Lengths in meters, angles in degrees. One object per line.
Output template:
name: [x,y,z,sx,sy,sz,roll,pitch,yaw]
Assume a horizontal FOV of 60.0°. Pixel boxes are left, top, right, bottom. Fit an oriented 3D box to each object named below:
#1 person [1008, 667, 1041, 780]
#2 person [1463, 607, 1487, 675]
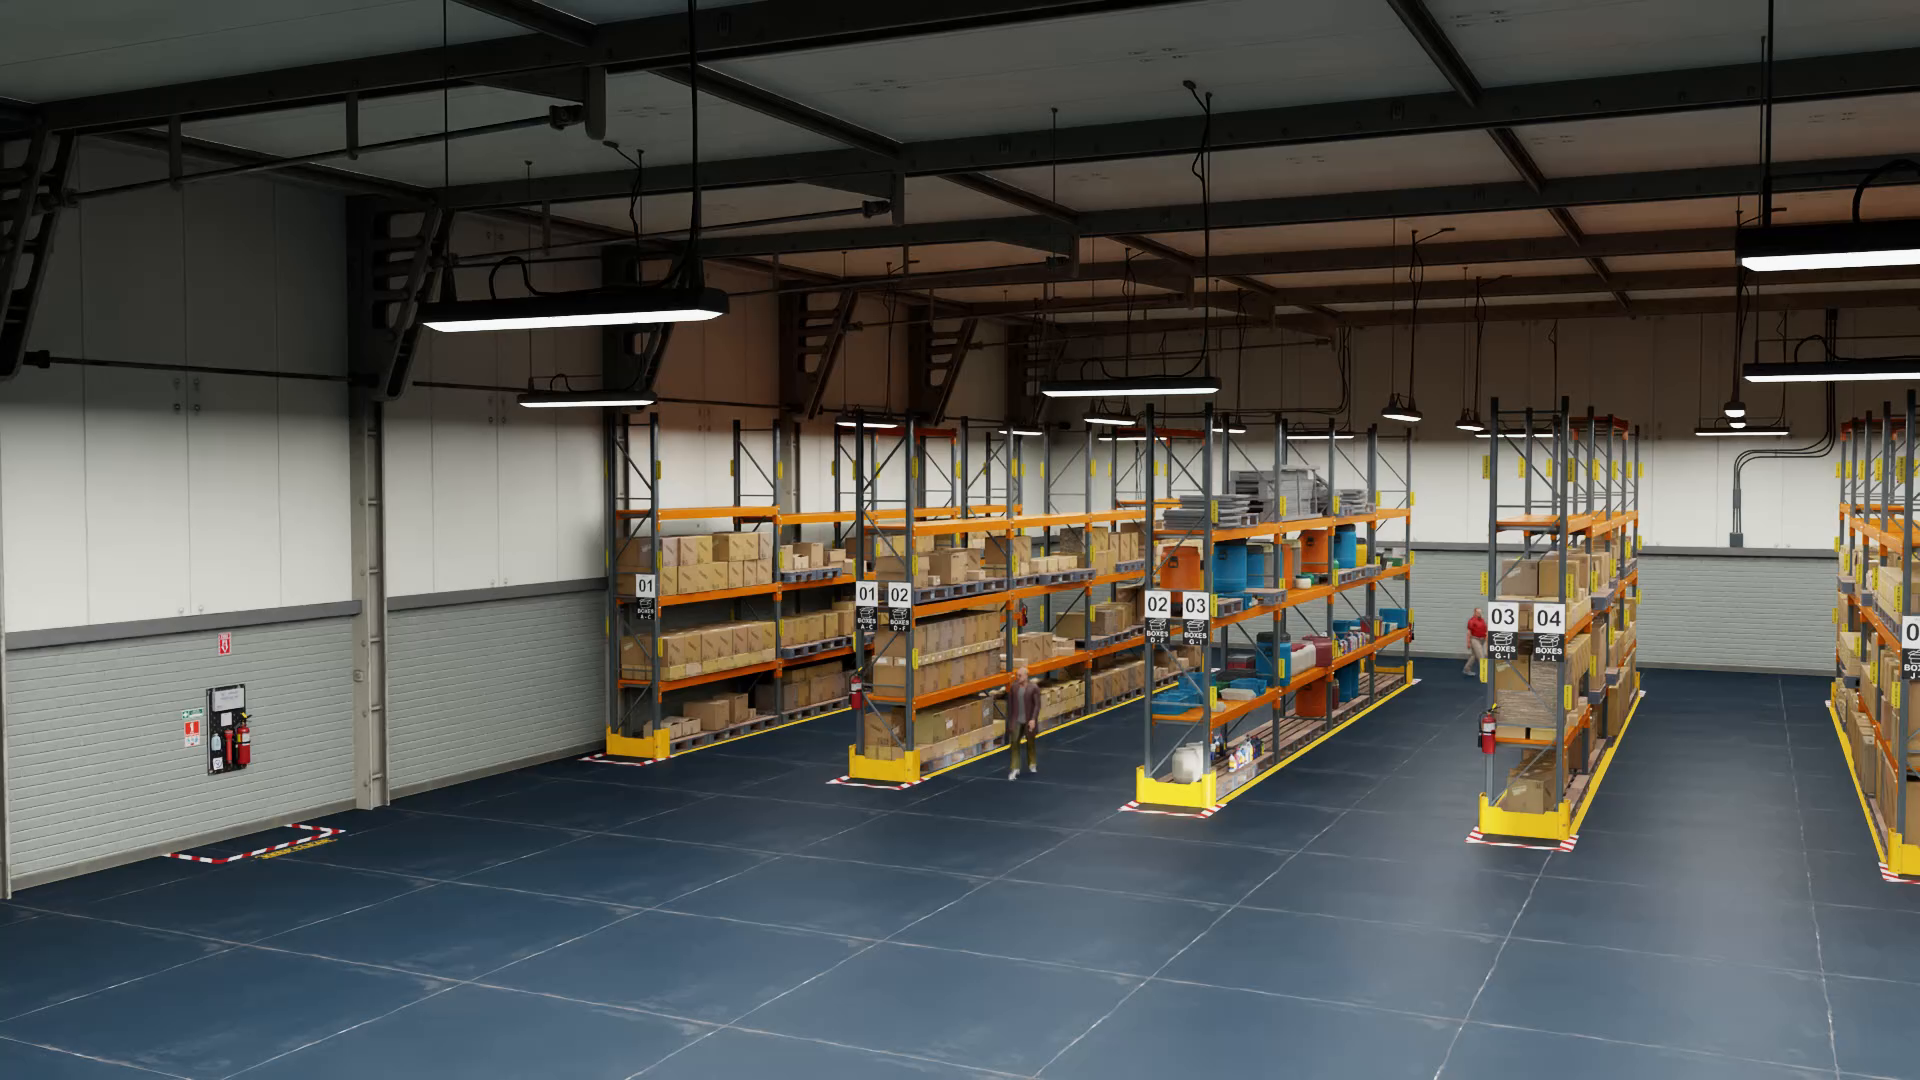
person: [1.036,2.970,27.159,0.593,1.772,0.921,1,3,19]
person: [12.537,2.465,40.097,0.555,1.686,0.975,-2,3,-40]
